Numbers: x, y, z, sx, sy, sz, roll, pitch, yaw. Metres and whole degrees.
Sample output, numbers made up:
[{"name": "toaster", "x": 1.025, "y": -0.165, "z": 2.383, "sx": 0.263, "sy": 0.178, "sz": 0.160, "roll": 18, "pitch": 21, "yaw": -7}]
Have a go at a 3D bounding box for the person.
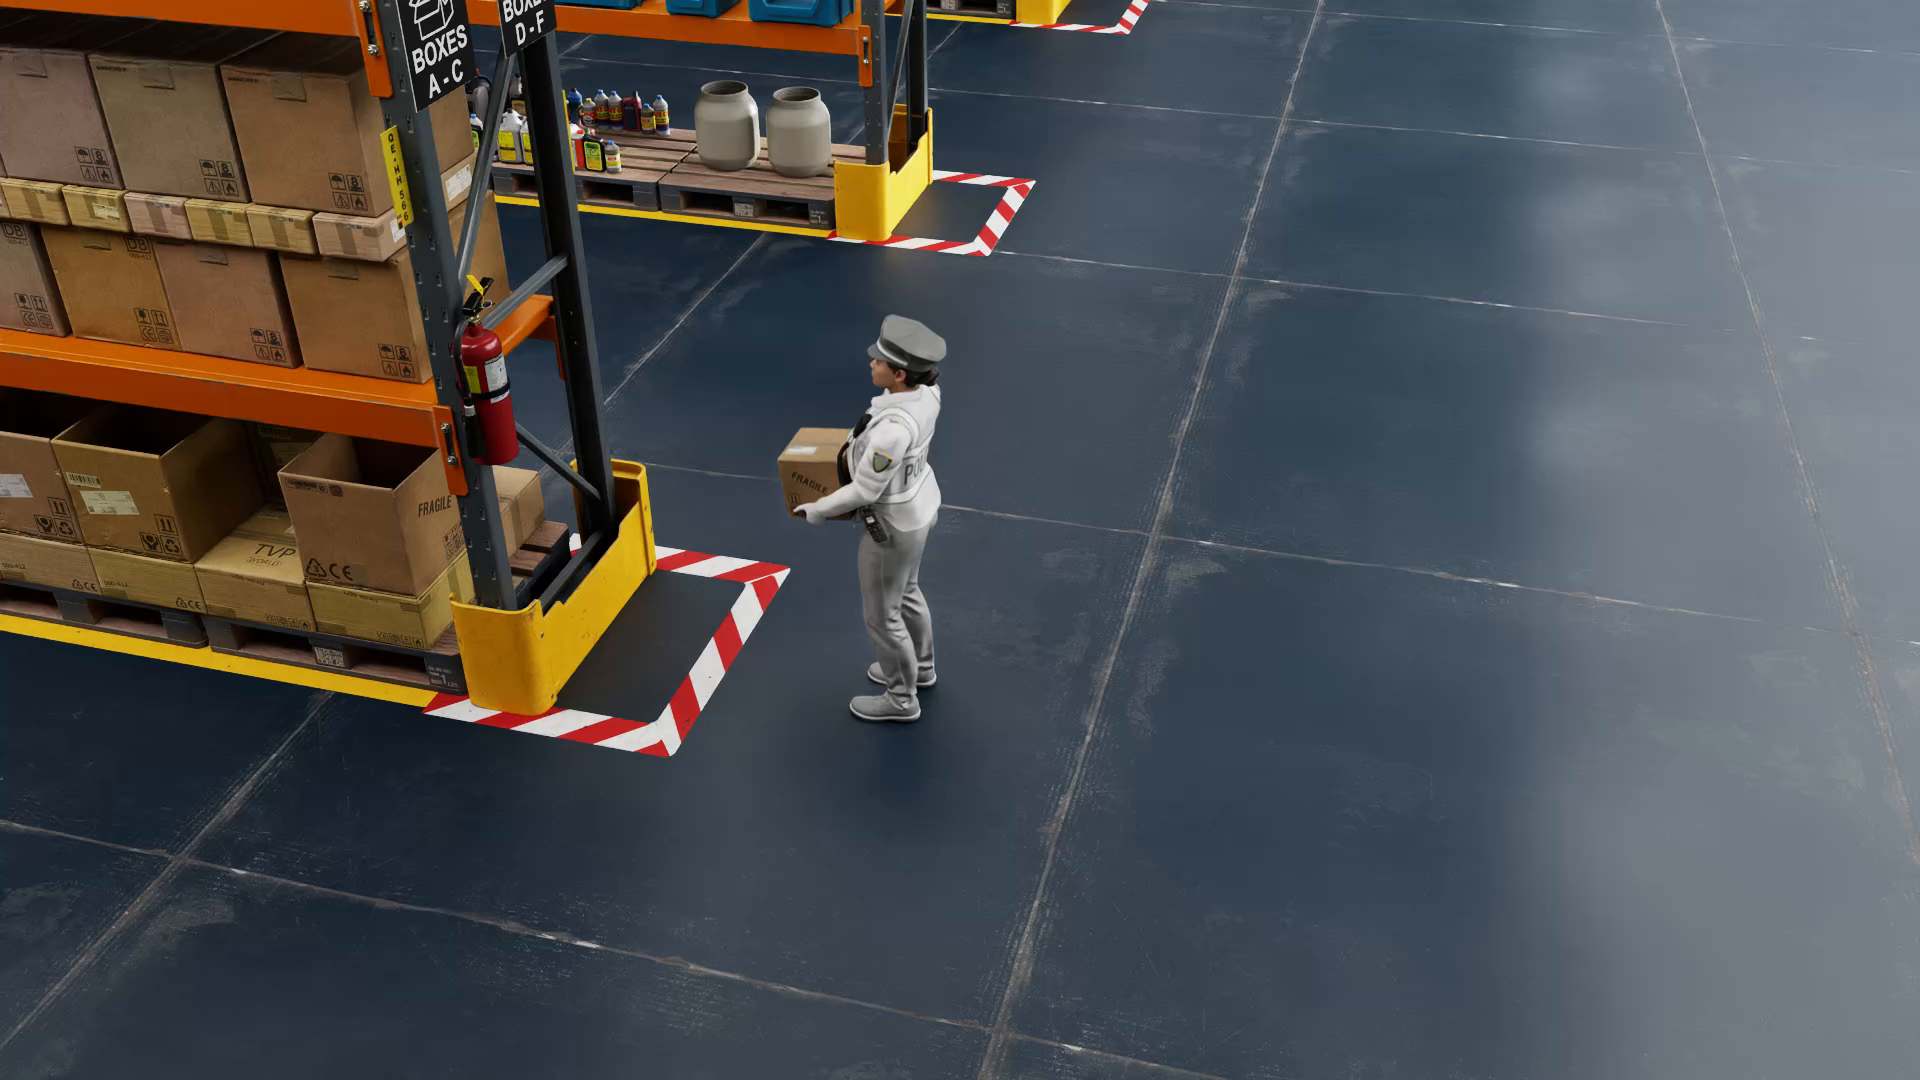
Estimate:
[{"name": "person", "x": -0.314, "y": -0.081, "z": 6.245, "sx": 0.554, "sy": 1.687, "sz": 0.459, "roll": 9, "pitch": 34, "yaw": 13}]
